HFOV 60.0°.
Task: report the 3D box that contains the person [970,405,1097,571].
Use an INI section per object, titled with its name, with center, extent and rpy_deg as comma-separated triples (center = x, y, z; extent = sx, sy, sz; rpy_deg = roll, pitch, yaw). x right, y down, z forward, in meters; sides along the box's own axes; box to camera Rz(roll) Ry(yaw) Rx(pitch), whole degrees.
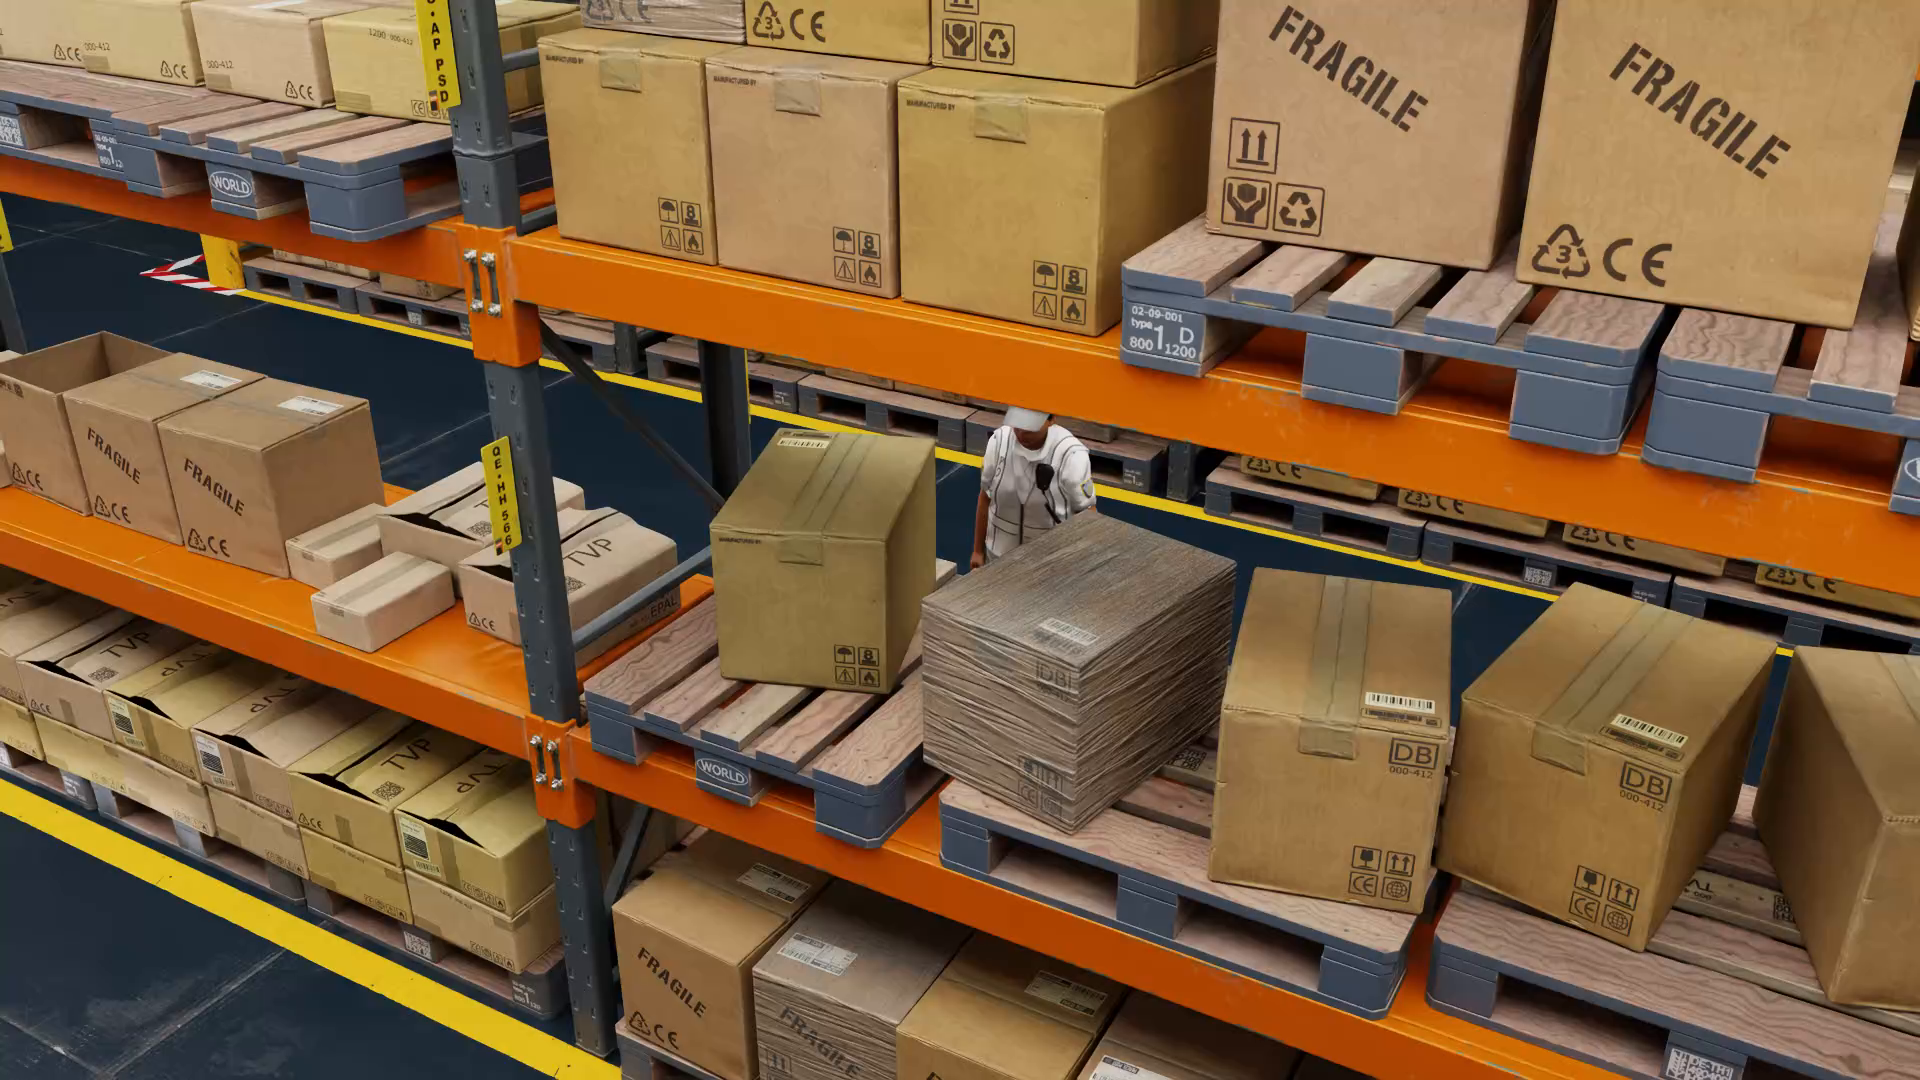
[person]
center = 0.282, 0.095, 6.919
extent = 0.564, 1.667, 0.464
rpy_deg = 13, 29, 23
